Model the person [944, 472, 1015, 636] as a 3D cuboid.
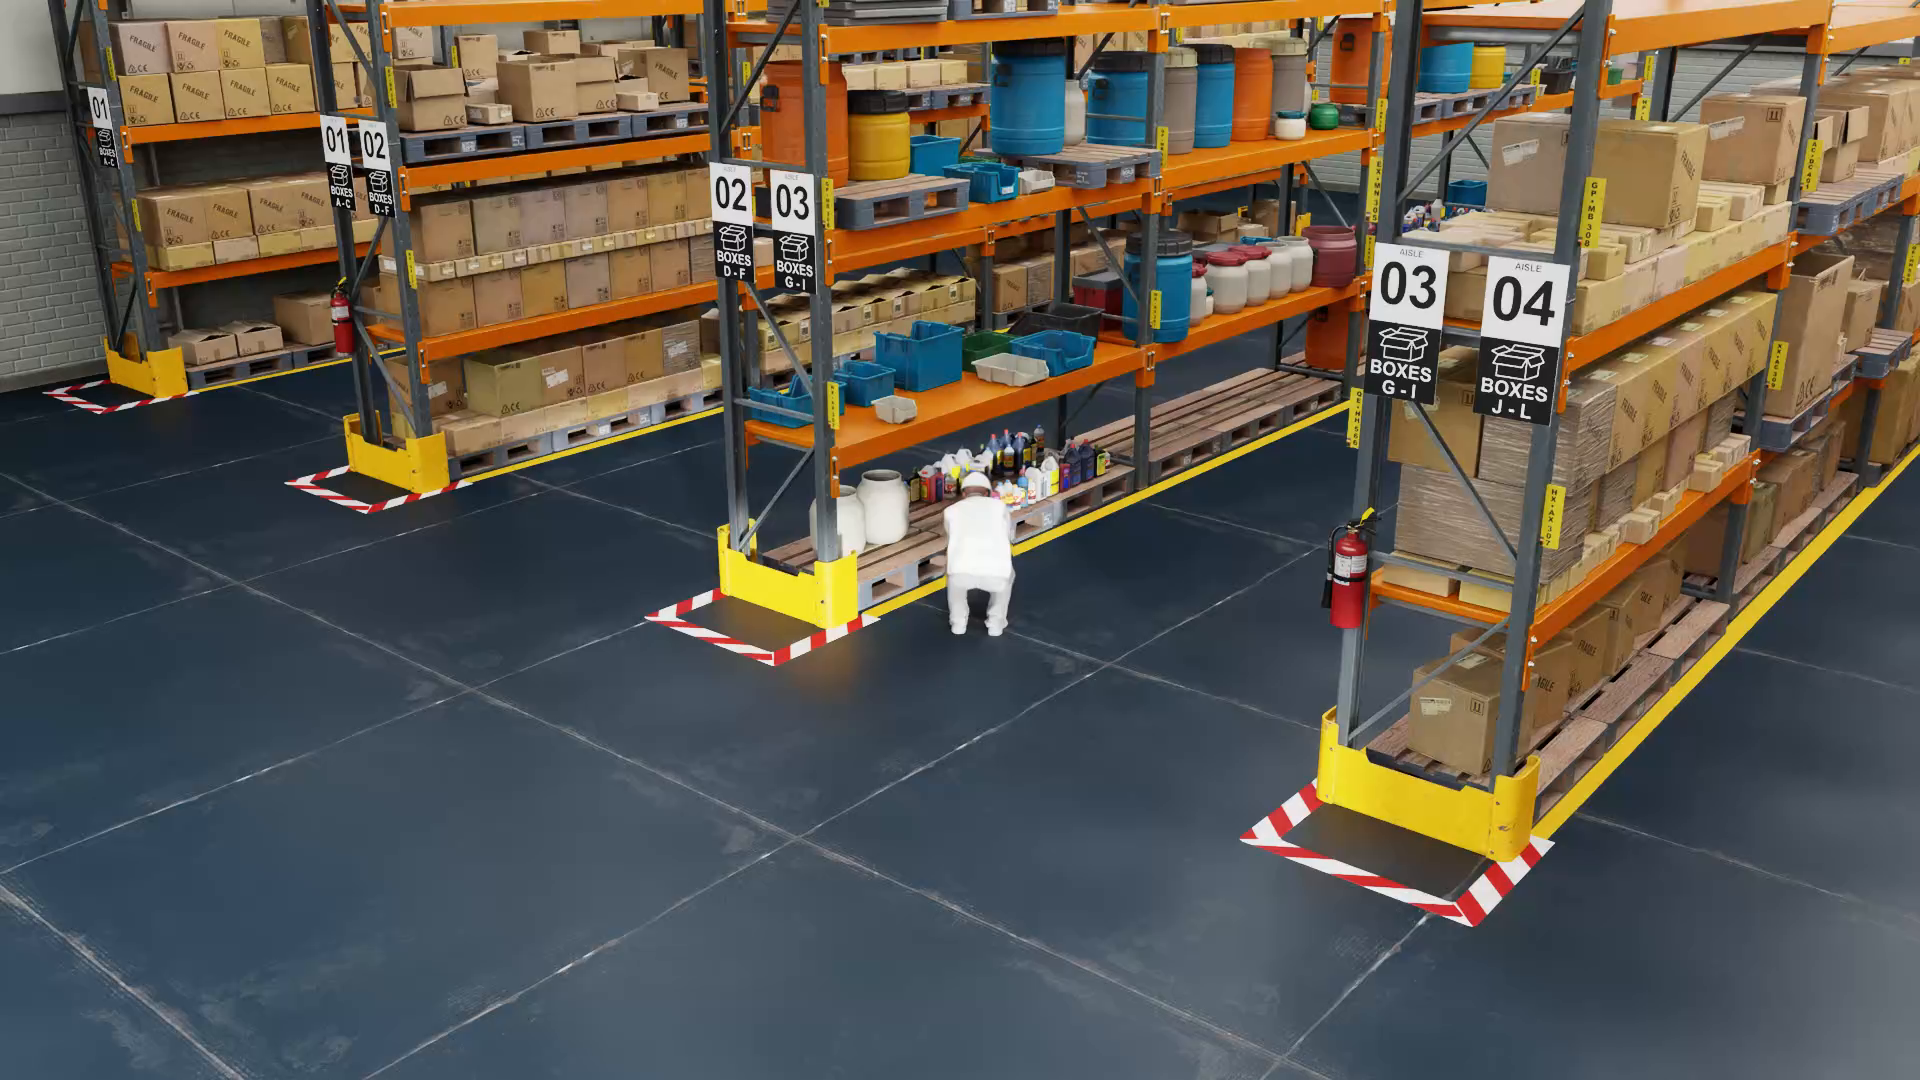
[{"bbox_3d":[0.133,0.108,11.856,0.514,1.021,0.883,2,20,5],"label":"person"}]
